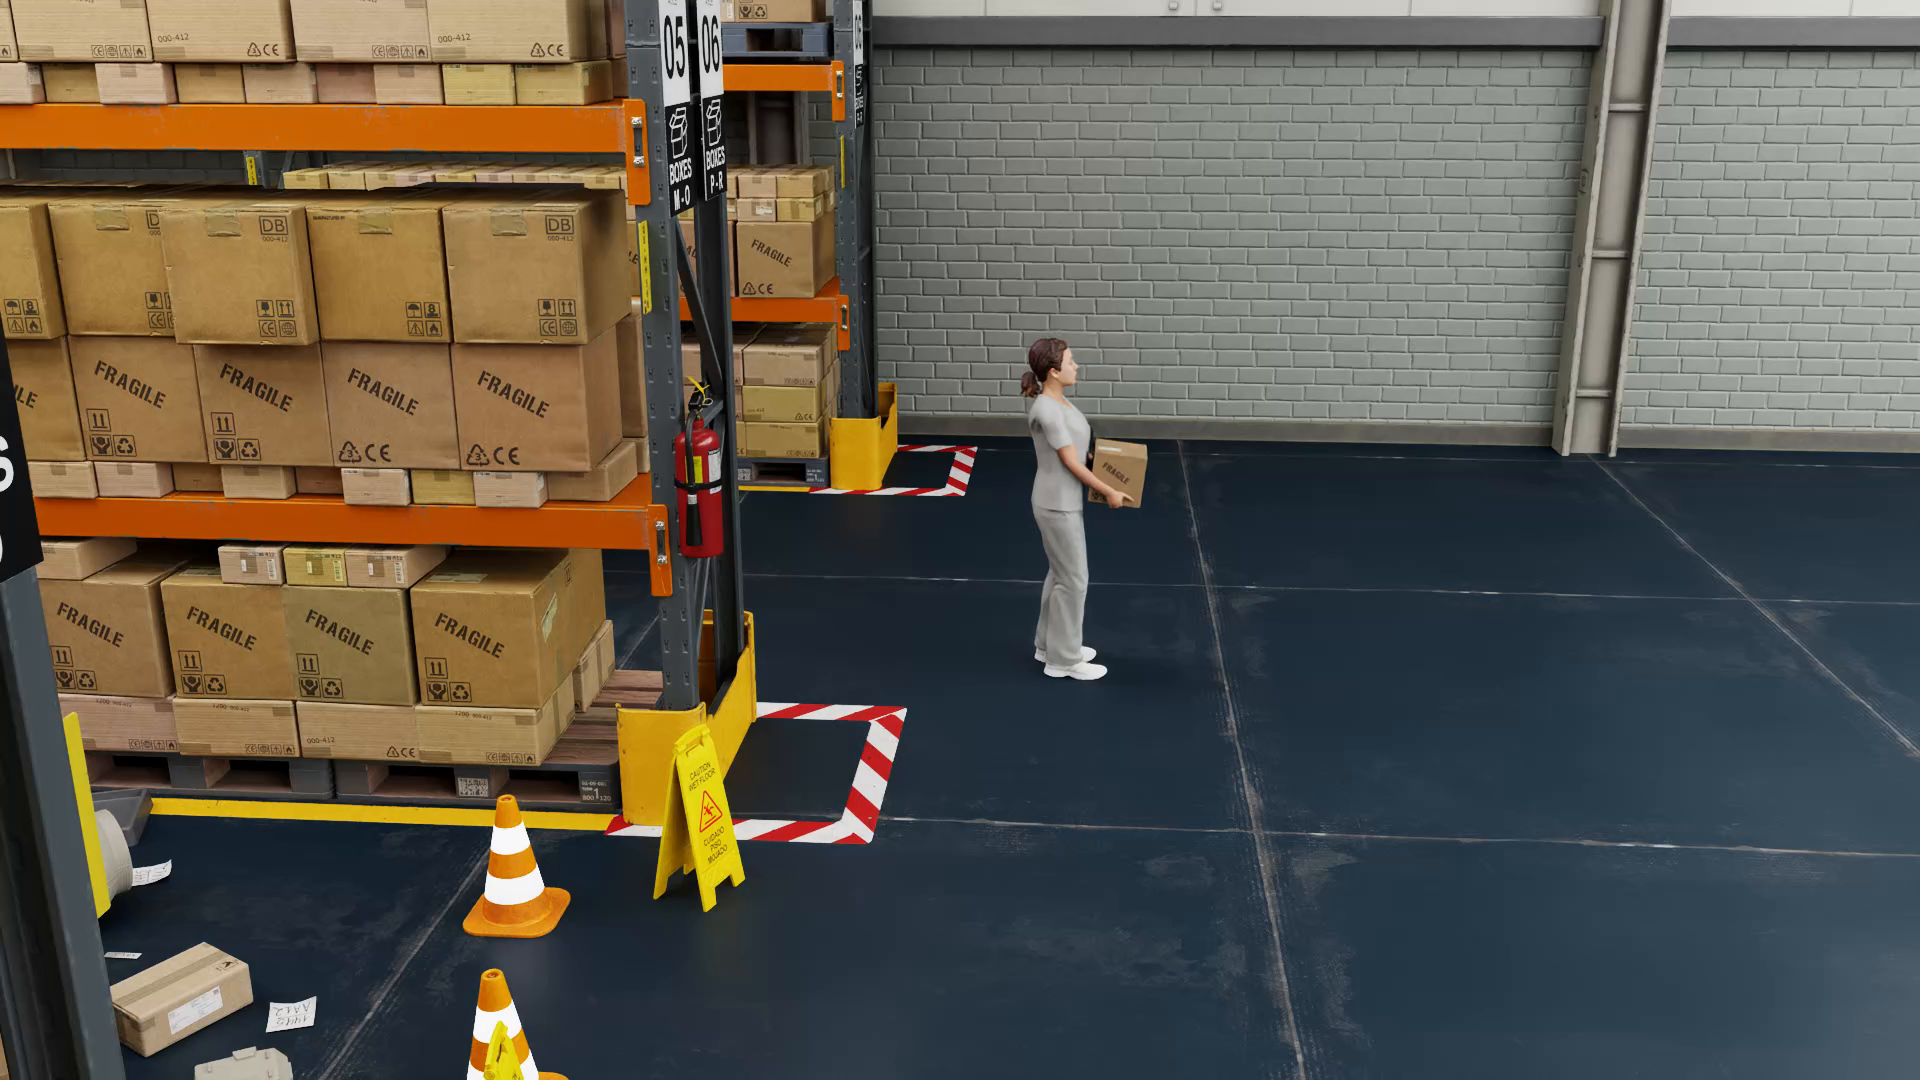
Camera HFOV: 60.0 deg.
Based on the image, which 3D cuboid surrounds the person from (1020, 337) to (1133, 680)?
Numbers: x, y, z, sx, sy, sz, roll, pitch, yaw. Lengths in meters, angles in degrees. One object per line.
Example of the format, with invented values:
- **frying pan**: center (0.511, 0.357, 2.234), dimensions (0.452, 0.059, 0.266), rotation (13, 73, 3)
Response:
- **person**: center (0.556, -0.152, 8.054), dimensions (0.558, 1.664, 0.436), rotation (2, 18, 5)
